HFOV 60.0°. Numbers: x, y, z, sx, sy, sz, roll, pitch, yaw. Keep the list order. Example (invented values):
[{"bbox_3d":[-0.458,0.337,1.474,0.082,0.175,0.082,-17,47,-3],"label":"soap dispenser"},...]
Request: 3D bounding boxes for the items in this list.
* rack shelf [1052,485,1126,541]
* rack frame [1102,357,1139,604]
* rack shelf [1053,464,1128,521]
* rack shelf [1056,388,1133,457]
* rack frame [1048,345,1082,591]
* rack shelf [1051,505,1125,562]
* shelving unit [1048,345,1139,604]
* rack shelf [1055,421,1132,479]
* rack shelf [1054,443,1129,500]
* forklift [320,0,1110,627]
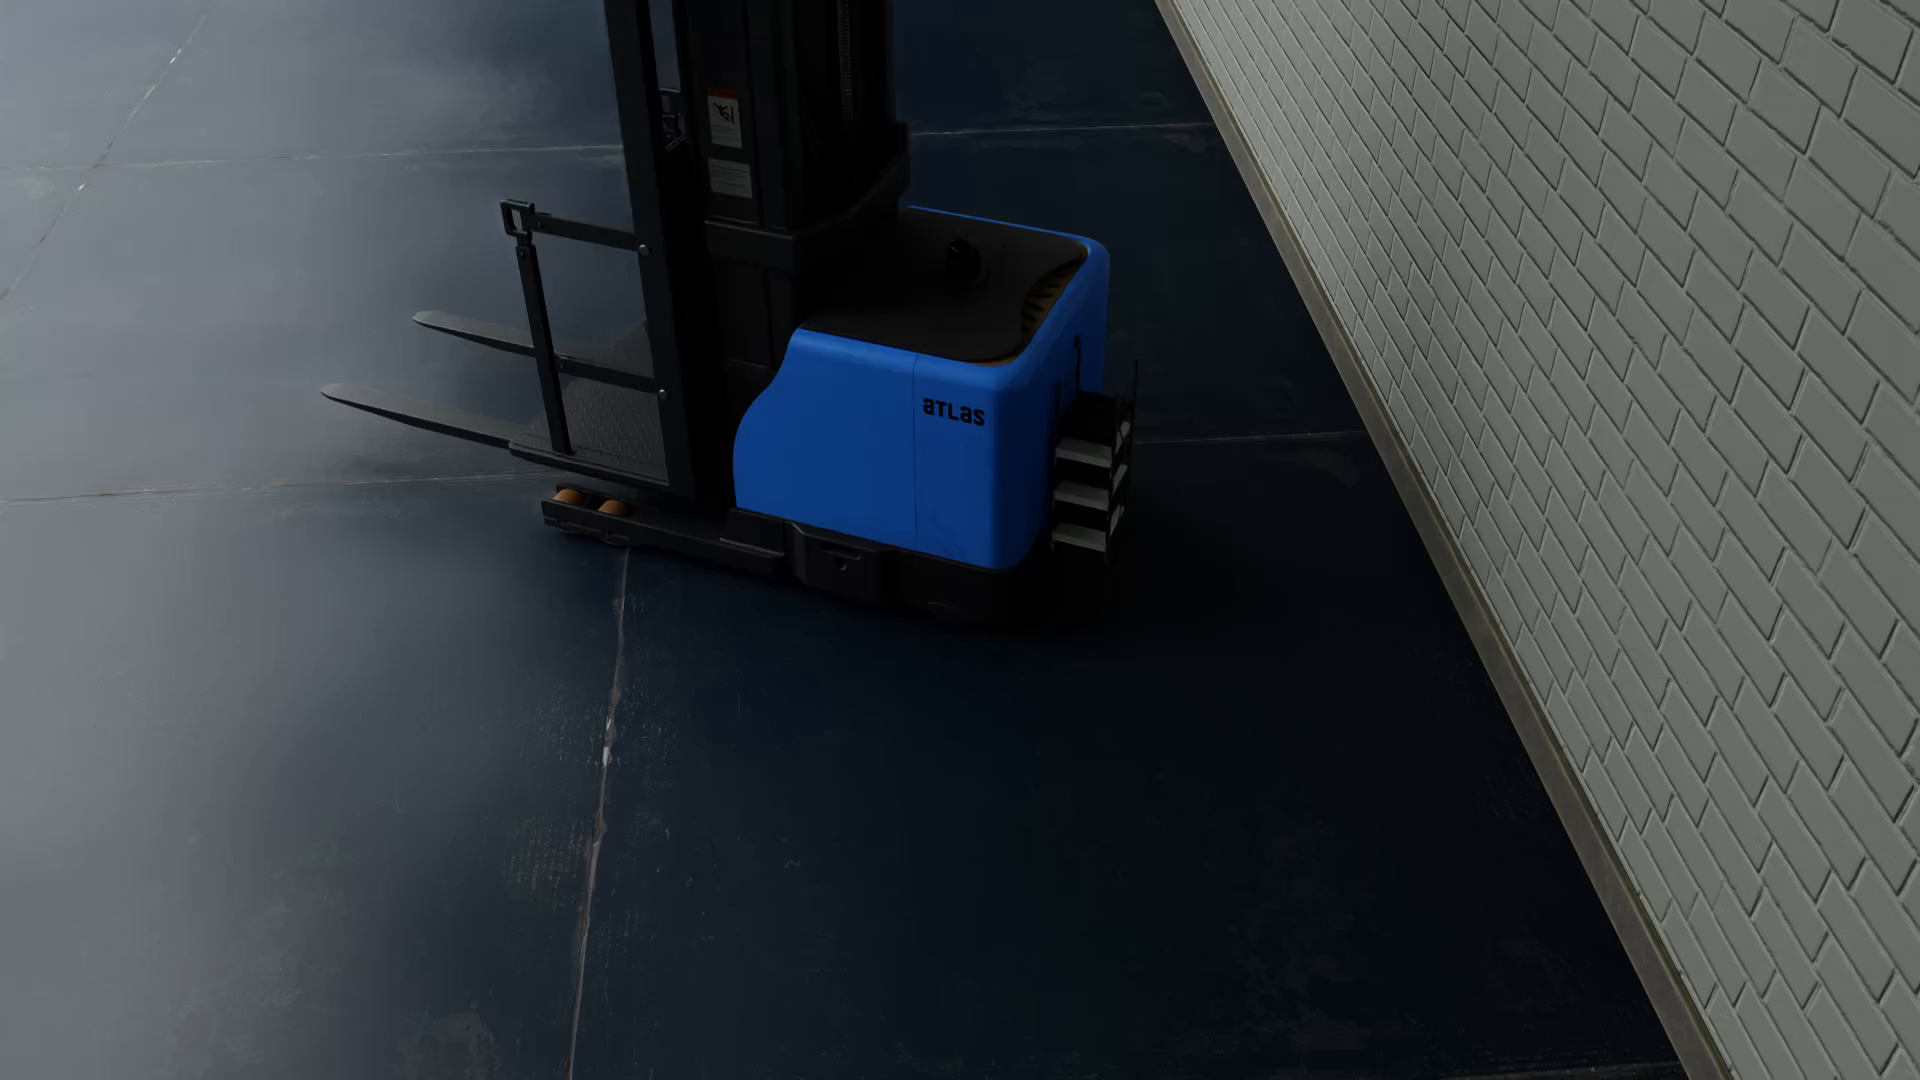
[{"bbox_3d":[0.460,-0.119,5.873,0.200,0.077,0.258,14,40,17],"label":"rack shelf"},{"bbox_3d":[0.555,-0.193,5.768,0.006,0.900,0.240,14,40,17],"label":"rack frame"},{"bbox_3d":[0.460,-0.189,5.817,0.200,0.077,0.258,14,40,17],"label":"rack shelf"},{"bbox_3d":[0.460,-0.401,5.650,0.200,0.077,0.258,14,40,17],"label":"rack shelf"},{"bbox_3d":[0.366,-0.238,5.826,0.006,0.900,0.240,14,40,17],"label":"rack frame"},{"bbox_3d":[0.460,-0.048,5.929,0.200,0.077,0.258,14,40,17],"label":"rack shelf"},{"bbox_3d":[0.460,-0.215,5.797,0.210,0.900,0.258,14,40,17],"label":"shelving unit"},{"bbox_3d":[0.460,-0.331,5.706,0.200,0.077,0.258,14,40,17],"label":"rack shelf"},{"bbox_3d":[0.460,-0.260,5.761,0.200,0.077,0.258,14,40,17],"label":"rack shelf"},{"bbox_3d":[-1.028,-1.420,5.684,3.031,2.935,1.130,14,40,17],"label":"forklift"}]
